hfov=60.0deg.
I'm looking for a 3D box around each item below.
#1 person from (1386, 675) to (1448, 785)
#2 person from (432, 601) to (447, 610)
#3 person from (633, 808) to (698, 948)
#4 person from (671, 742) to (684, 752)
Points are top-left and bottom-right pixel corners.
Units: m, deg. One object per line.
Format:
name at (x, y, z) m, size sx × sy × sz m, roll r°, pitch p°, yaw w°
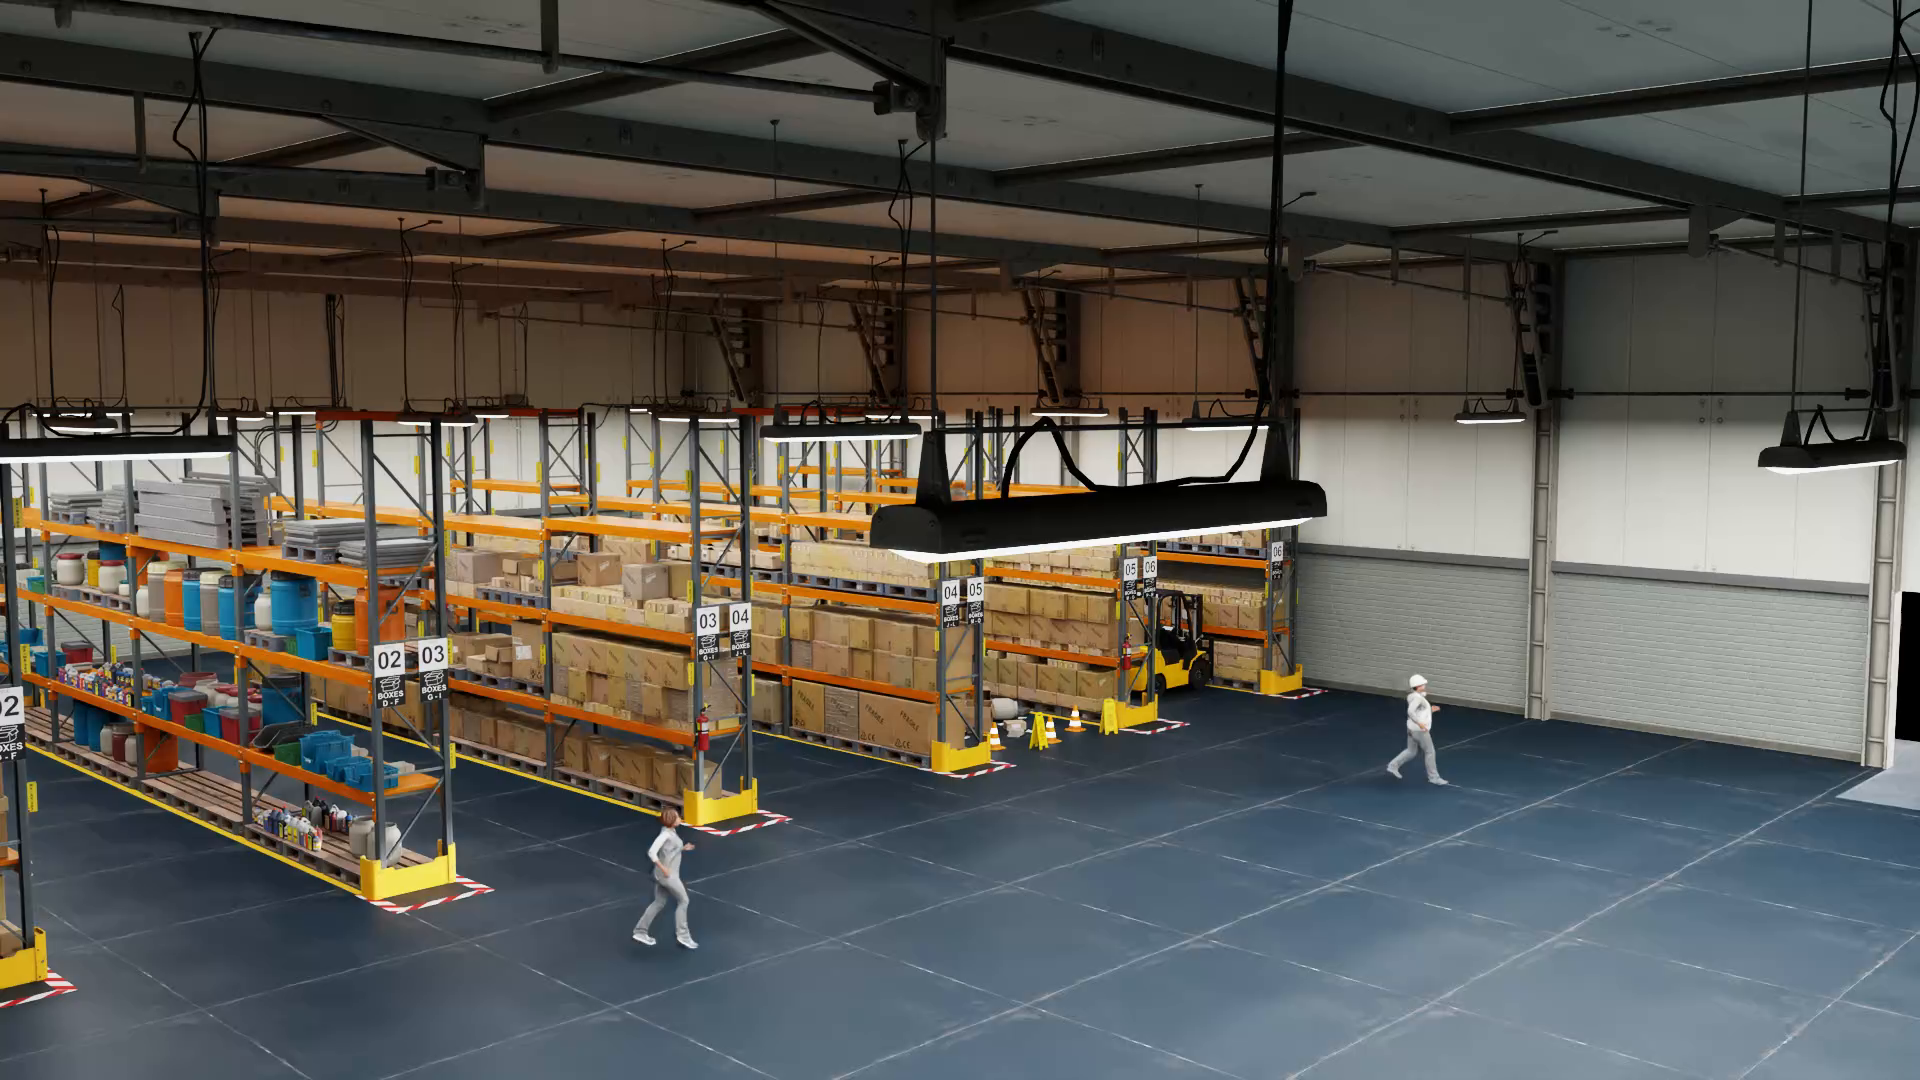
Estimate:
person at (7.387, 3.049, 26.791) m, size 0.968 × 1.760 × 0.653 m, roll 0°, pitch 5°, yaw -1°
person at (-12.647, 1.969, 40.093) m, size 0.628 × 1.714 × 0.804 m, roll -3°, pitch 6°, yaw -27°
person at (-3.370, 3.861, 18.937) m, size 0.733 × 1.644 × 0.513 m, roll -2°, pitch 5°, yaw -19°
person at (-4.871, 2.891, 29.307) m, size 0.626 × 1.670 × 0.591 m, roll 3°, pitch 6°, yaw 32°
